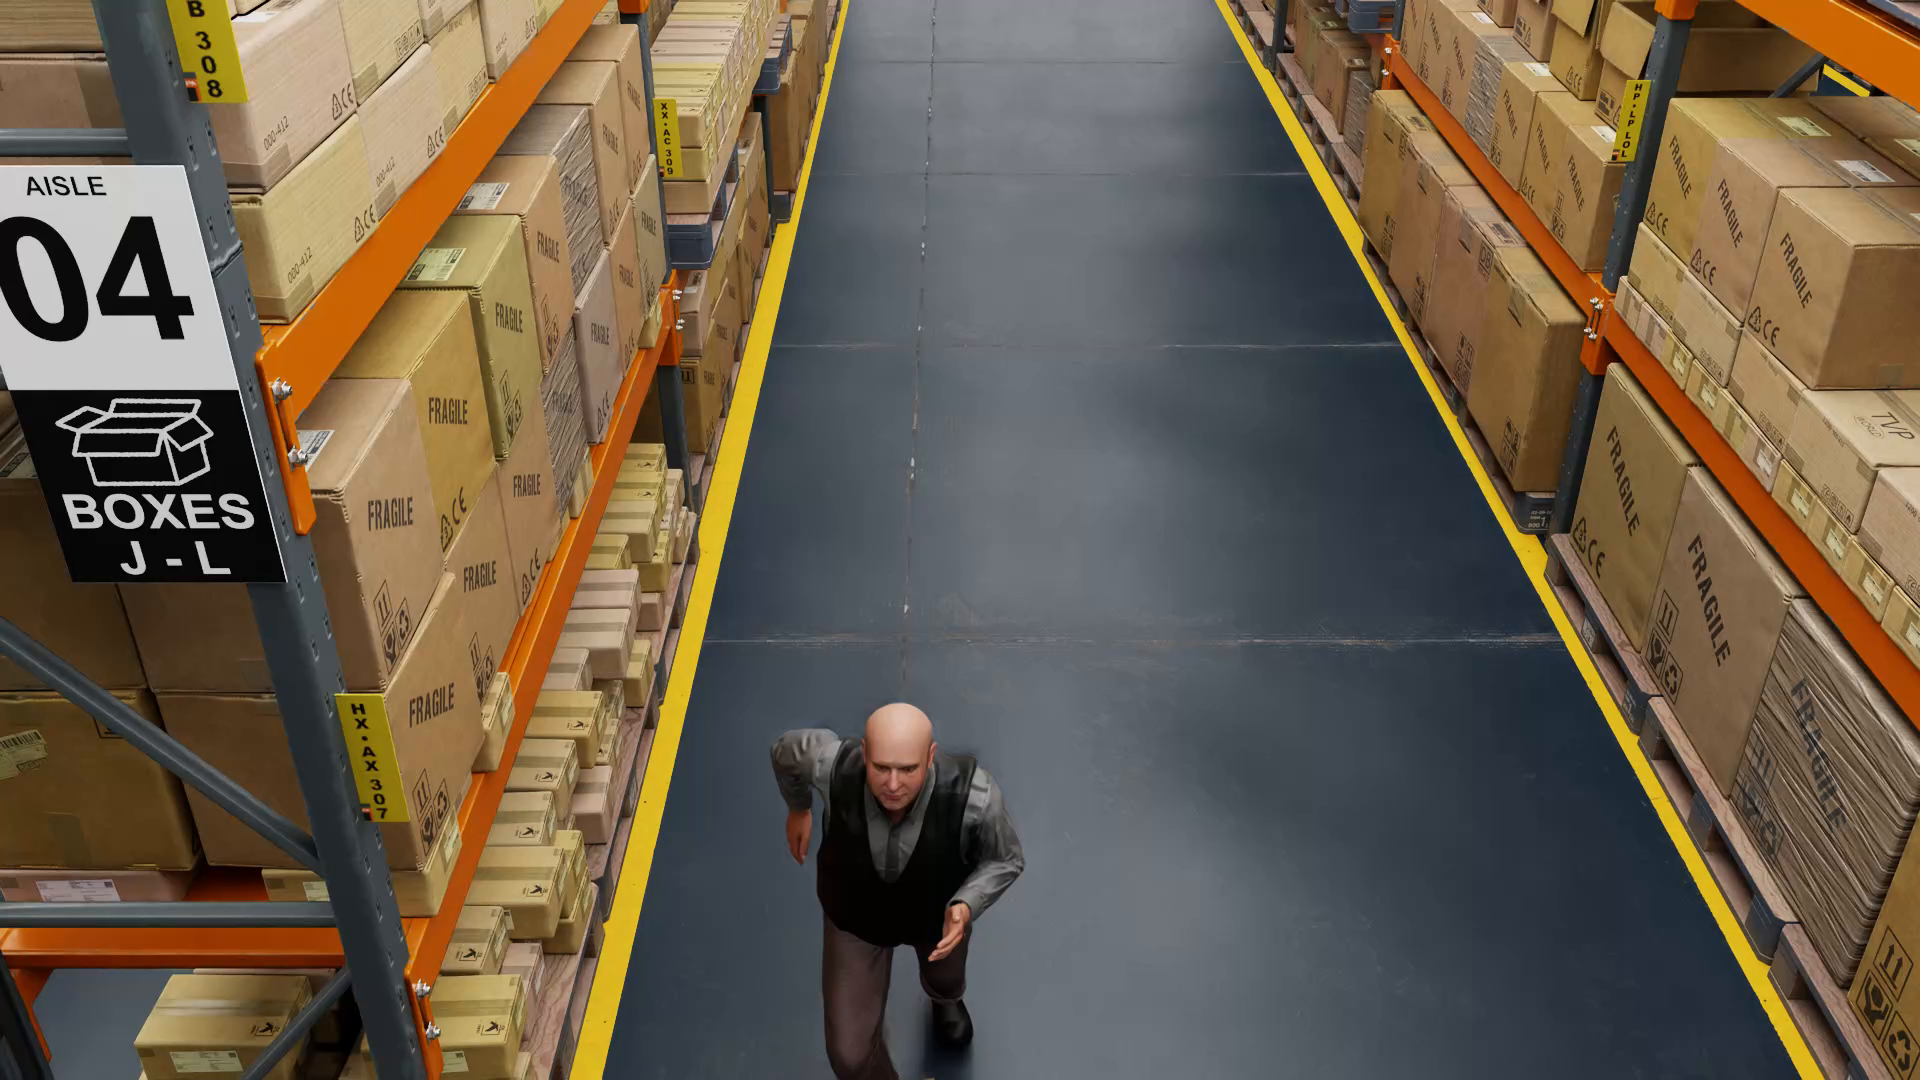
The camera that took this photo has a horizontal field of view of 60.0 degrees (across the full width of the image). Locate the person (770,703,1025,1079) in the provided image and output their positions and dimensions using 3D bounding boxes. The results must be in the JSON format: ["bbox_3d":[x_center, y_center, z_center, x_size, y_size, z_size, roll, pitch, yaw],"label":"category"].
[{"bbox_3d":[-0.167,1.014,4.551,0.649,1.647,0.956,-3,31,-5],"label":"person"}]
